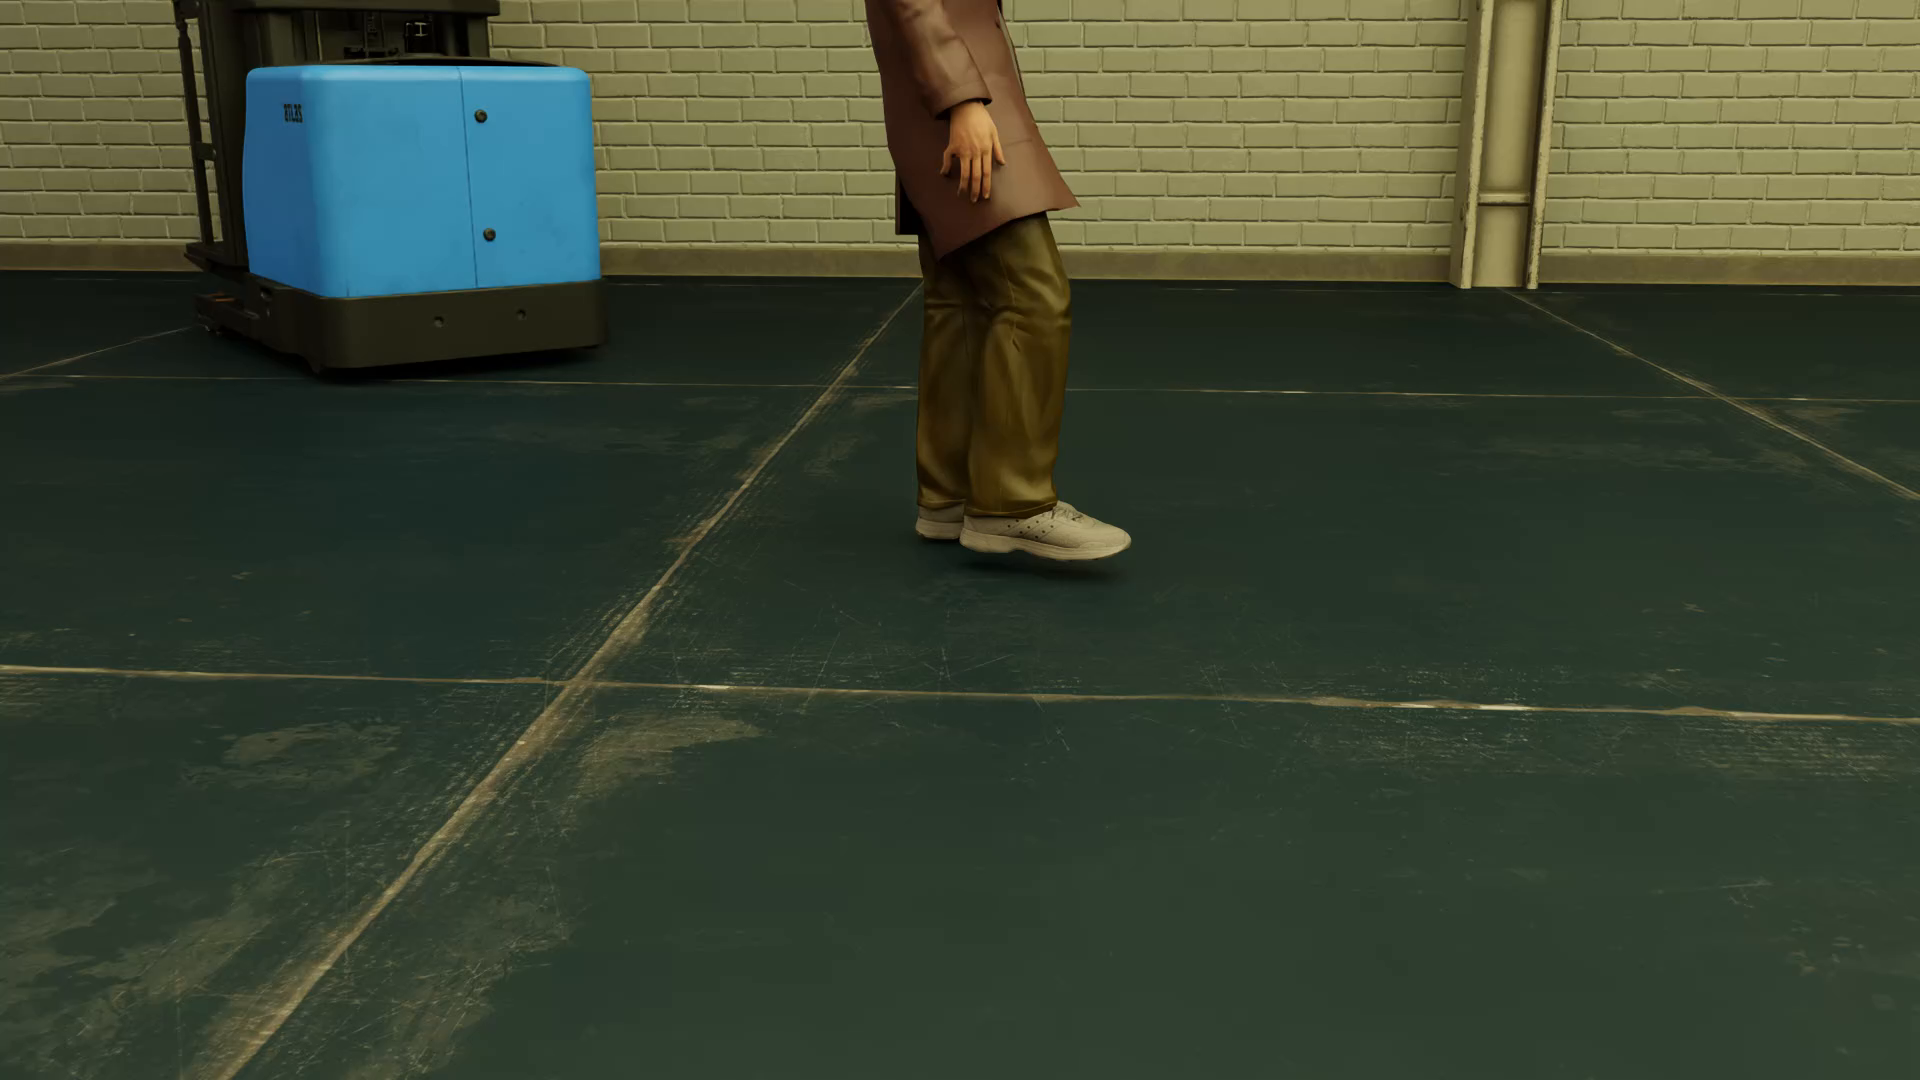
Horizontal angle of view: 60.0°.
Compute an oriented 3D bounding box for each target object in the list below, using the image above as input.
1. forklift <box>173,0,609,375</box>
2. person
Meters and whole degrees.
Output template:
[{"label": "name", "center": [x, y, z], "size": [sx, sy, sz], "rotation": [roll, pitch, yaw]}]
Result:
[{"label": "forklift", "center": [-2.603, -2.324, 6.777], "size": [1.130, 2.935, 3.031], "rotation": [-11, 19, -35]}, {"label": "person", "center": [0.092, -0.862, 3.568], "size": [0.580, 1.777, 0.698], "rotation": [1, 15, 4]}]
